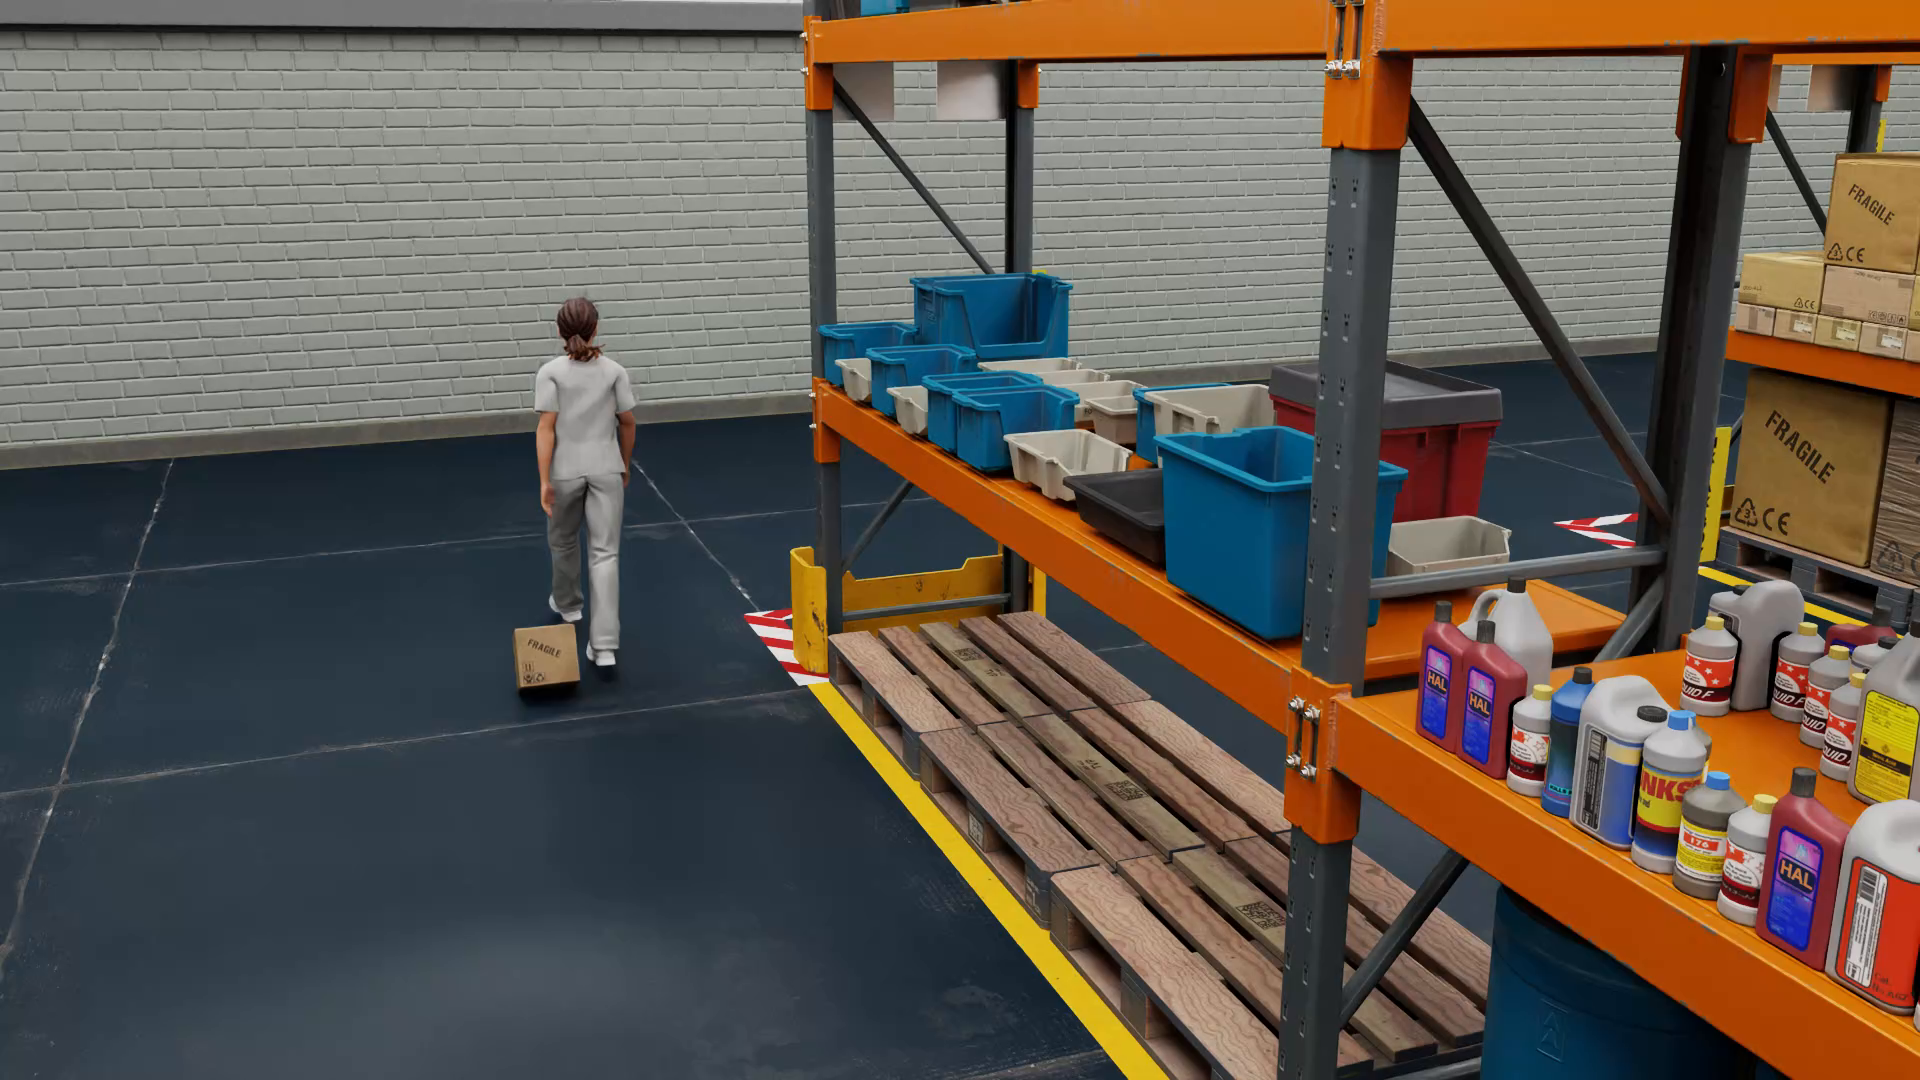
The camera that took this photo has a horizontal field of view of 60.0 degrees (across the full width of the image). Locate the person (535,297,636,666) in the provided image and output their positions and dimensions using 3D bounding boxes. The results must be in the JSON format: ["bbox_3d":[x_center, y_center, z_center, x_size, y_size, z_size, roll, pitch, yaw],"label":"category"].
[{"bbox_3d":[-1.705,-0.315,7.639,0.453,1.597,1.053,-4,16,-14],"label":"person"}]
